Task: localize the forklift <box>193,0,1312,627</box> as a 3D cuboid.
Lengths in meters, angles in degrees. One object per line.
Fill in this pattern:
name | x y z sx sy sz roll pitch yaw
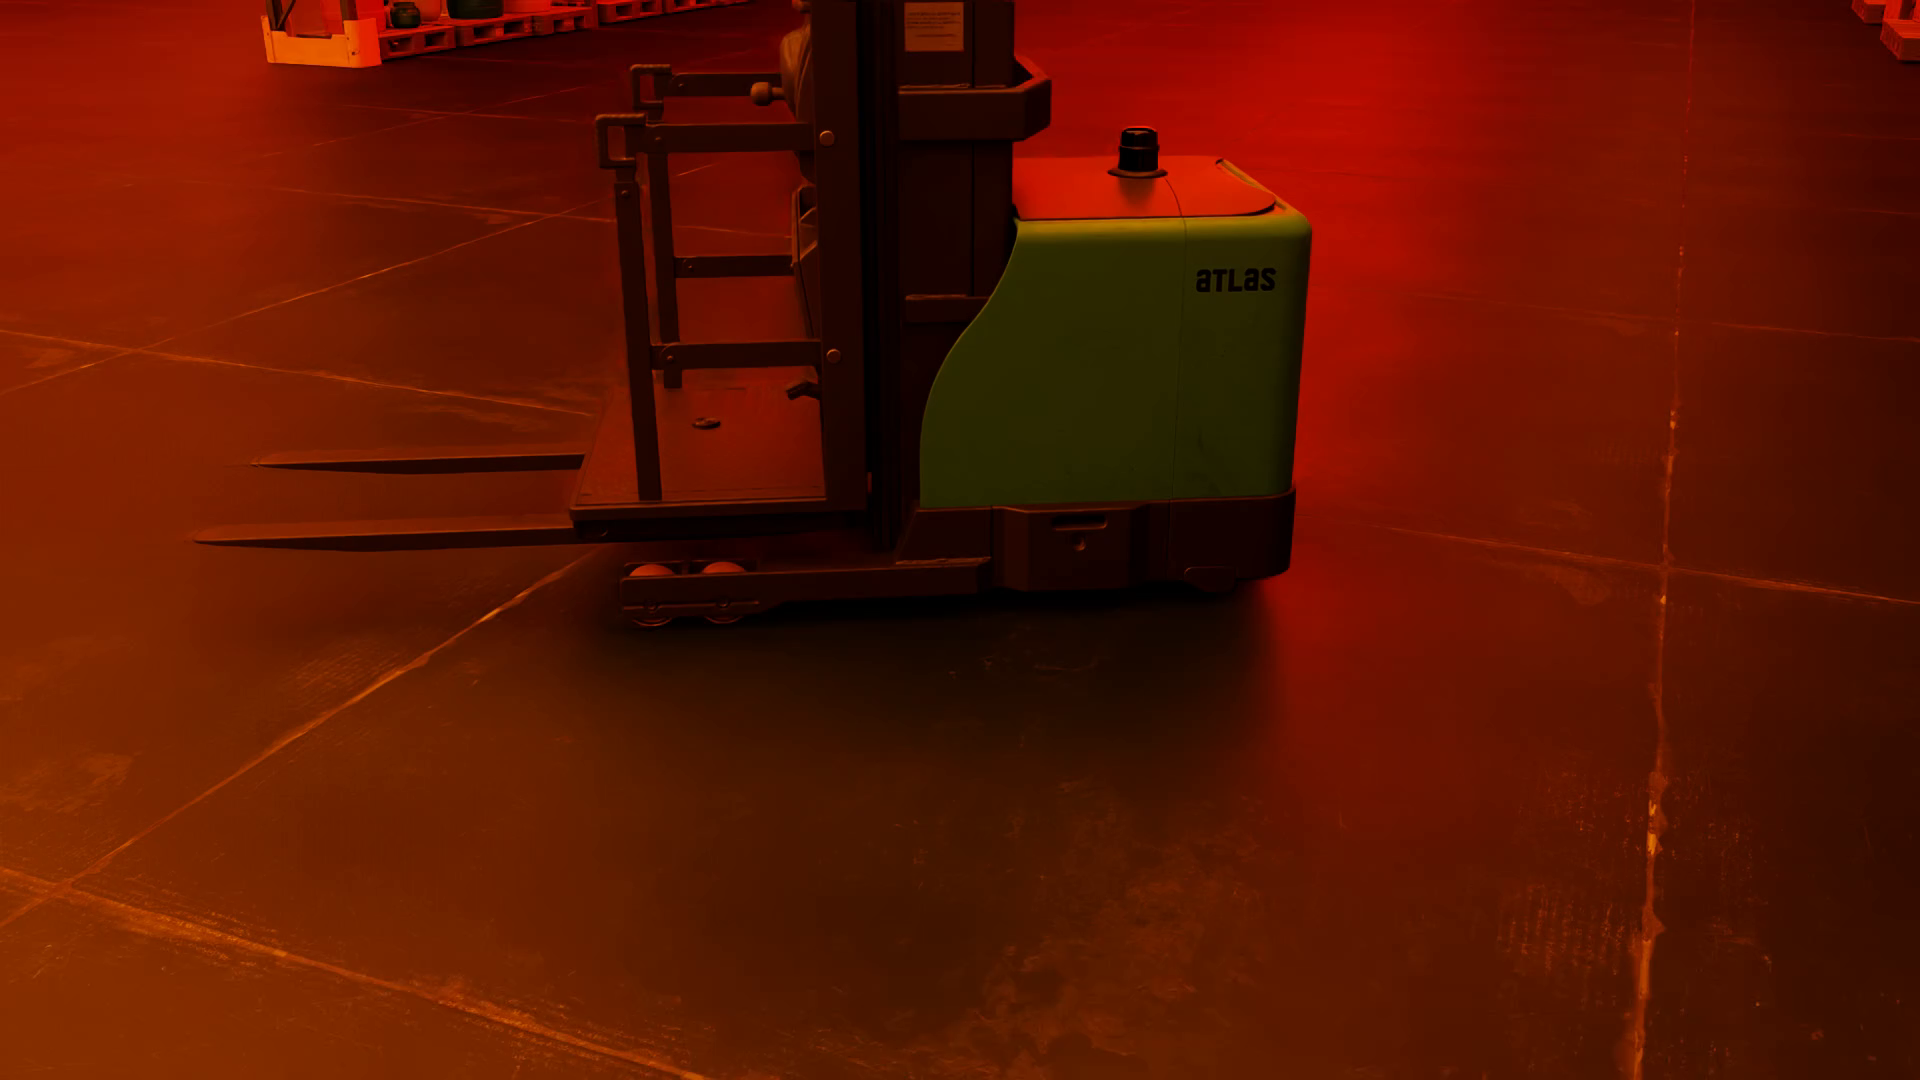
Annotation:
forklift | -0.608 -1.330 4.473 3.031 2.935 1.130 -2 23 -5
